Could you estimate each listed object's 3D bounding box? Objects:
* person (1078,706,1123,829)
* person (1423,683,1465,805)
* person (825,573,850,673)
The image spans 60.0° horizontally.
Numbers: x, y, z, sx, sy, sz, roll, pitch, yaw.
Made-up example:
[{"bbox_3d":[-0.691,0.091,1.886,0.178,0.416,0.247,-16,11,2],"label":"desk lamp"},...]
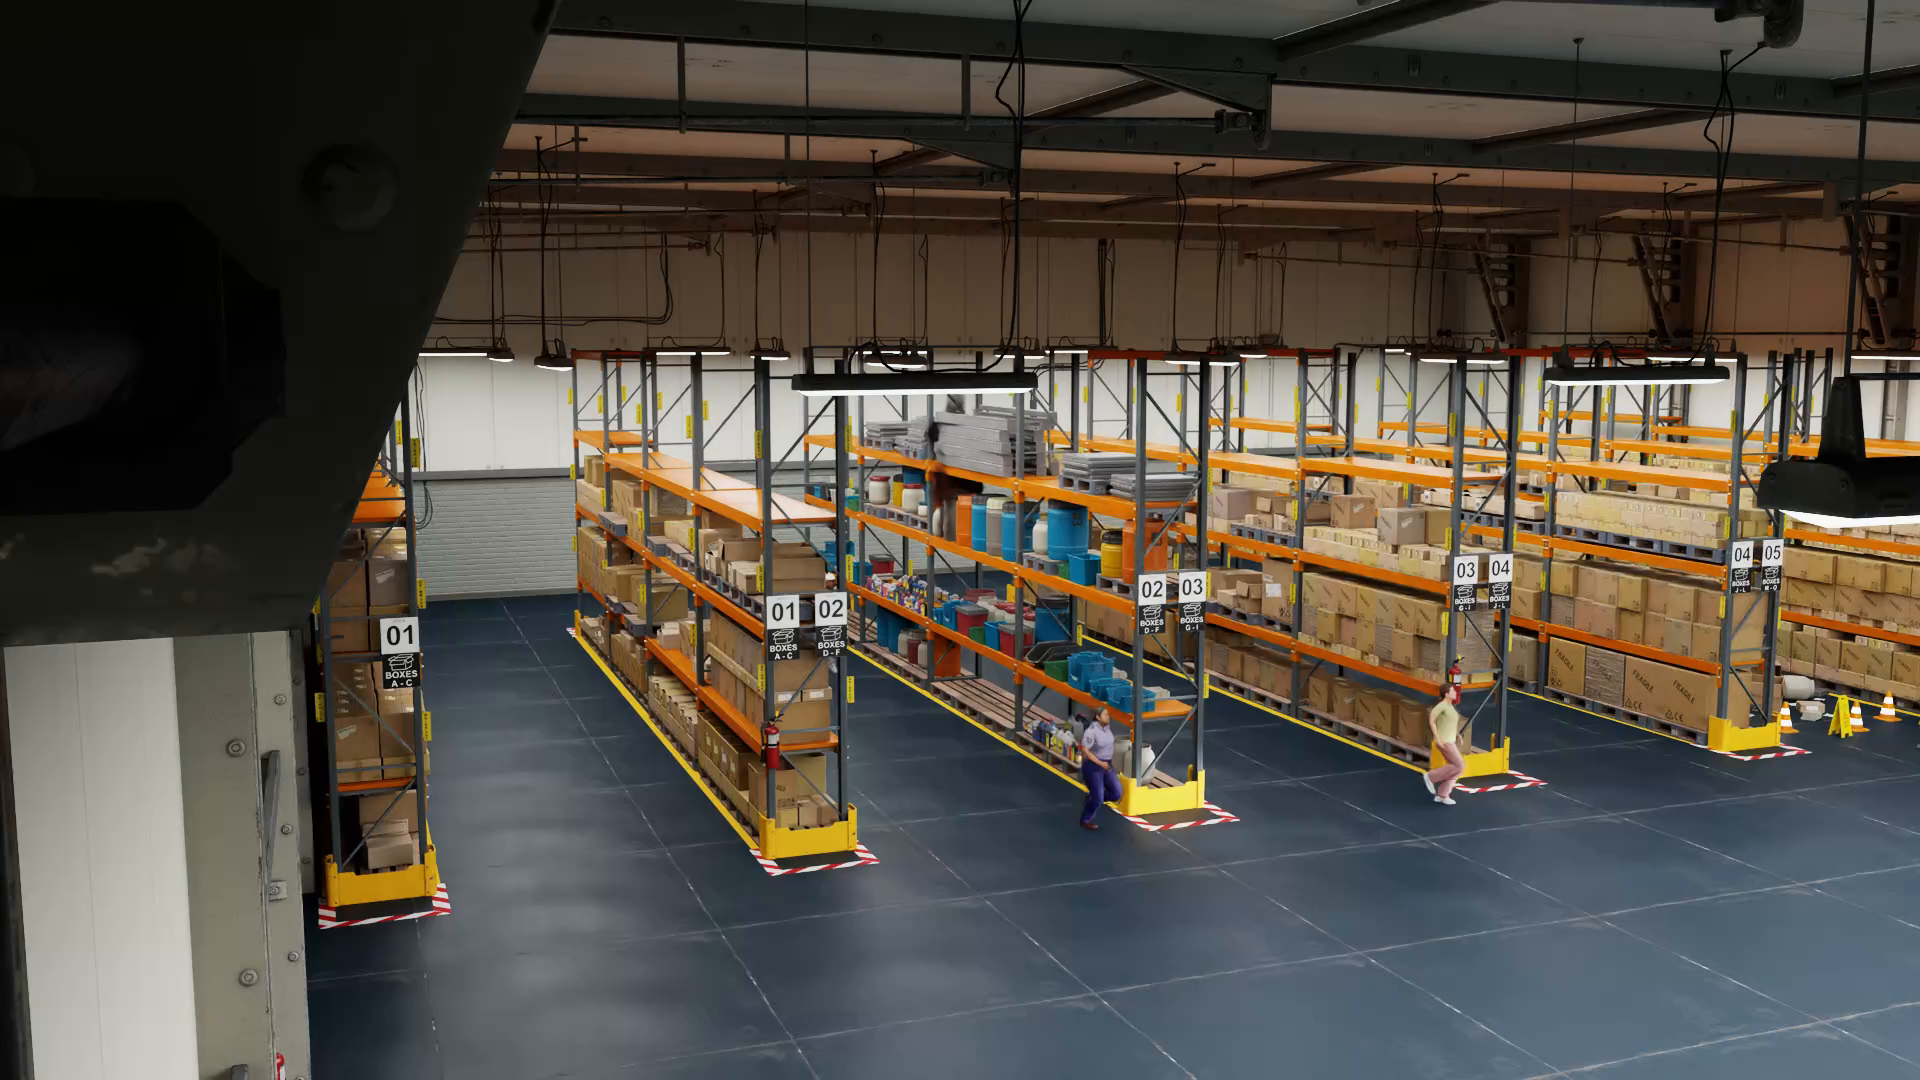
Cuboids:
[{"bbox_3d":[1.805,2.899,21.289,0.528,1.562,0.656,6,9,40],"label":"person"},{"bbox_3d":[6.620,2.739,22.566,0.531,1.594,0.613,4,8,31],"label":"person"},{"bbox_3d":[-2.366,1.468,29.985,0.660,1.776,0.876,-4,8,-27],"label":"person"}]
